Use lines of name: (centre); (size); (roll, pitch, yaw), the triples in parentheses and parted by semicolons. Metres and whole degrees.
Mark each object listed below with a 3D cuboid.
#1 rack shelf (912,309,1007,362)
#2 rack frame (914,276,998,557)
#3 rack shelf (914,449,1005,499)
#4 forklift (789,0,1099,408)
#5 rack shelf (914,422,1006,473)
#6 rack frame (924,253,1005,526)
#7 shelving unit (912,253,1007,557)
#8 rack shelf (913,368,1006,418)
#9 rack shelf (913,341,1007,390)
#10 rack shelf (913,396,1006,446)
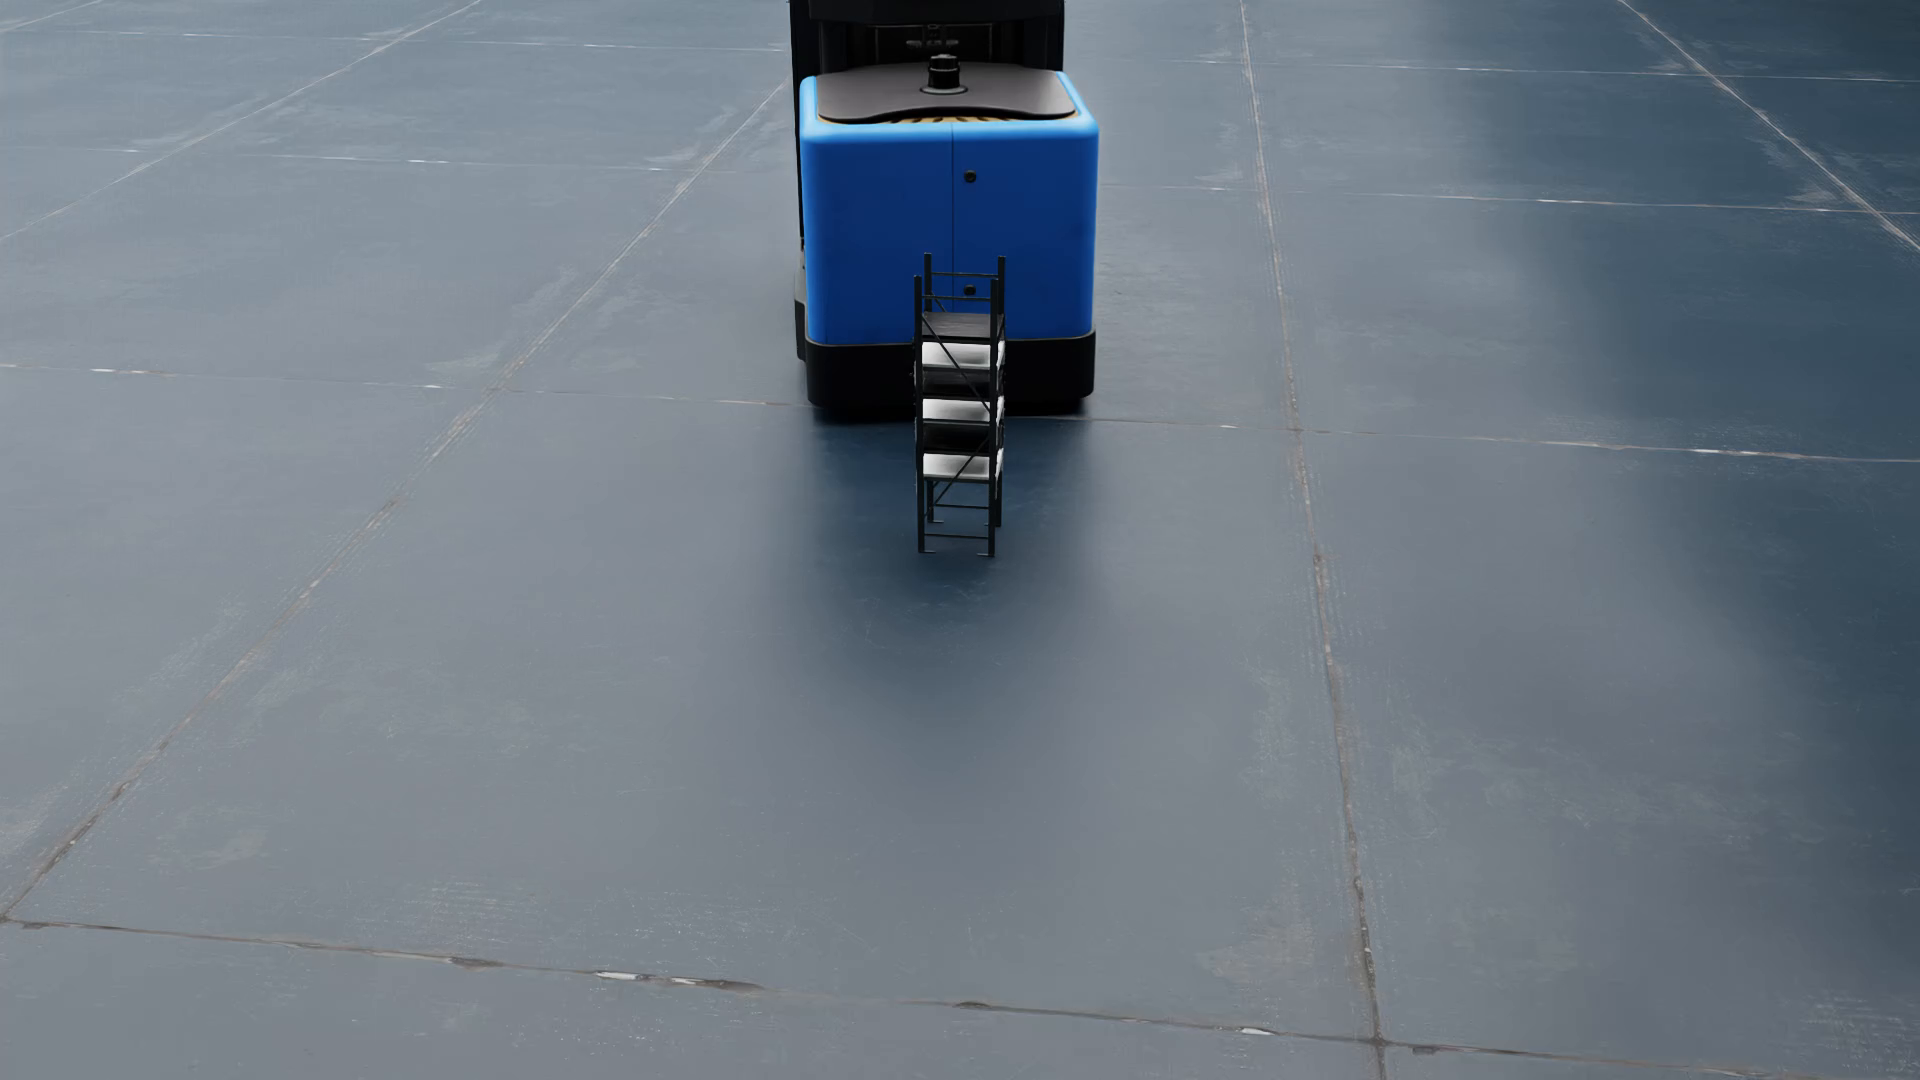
rack shelf: (0.001, -0.608, 4.931); (0.258, 0.077, 0.200); (3, 28, 6)
rack frame: (-0.011, -0.352, 4.955); (0.240, 0.900, 0.006); (3, 28, 6)
rack shelf: (0.001, -0.212, 5.145); (0.258, 0.077, 0.200); (3, 28, 6)
forklift: (-0.152, -2.433, 6.676); (1.130, 2.935, 3.031); (-2, 28, -4)
rack shelf: (0.001, -0.291, 5.102); (0.258, 0.077, 0.200); (3, 28, 6)
rack frame: (0.013, -0.448, 5.132); (0.240, 0.900, 0.006); (3, 28, 6)
shelving unit: (0.001, -0.400, 5.044); (0.258, 0.900, 0.210); (3, 28, 6)
rack shelf: (0.001, -0.450, 5.017); (0.258, 0.077, 0.200); (3, 28, 6)
rack shelf: (0.001, -0.529, 4.974); (0.258, 0.077, 0.200); (3, 28, 6)
rack shelf: (0.001, -0.371, 5.059); (0.258, 0.077, 0.200); (3, 28, 6)
